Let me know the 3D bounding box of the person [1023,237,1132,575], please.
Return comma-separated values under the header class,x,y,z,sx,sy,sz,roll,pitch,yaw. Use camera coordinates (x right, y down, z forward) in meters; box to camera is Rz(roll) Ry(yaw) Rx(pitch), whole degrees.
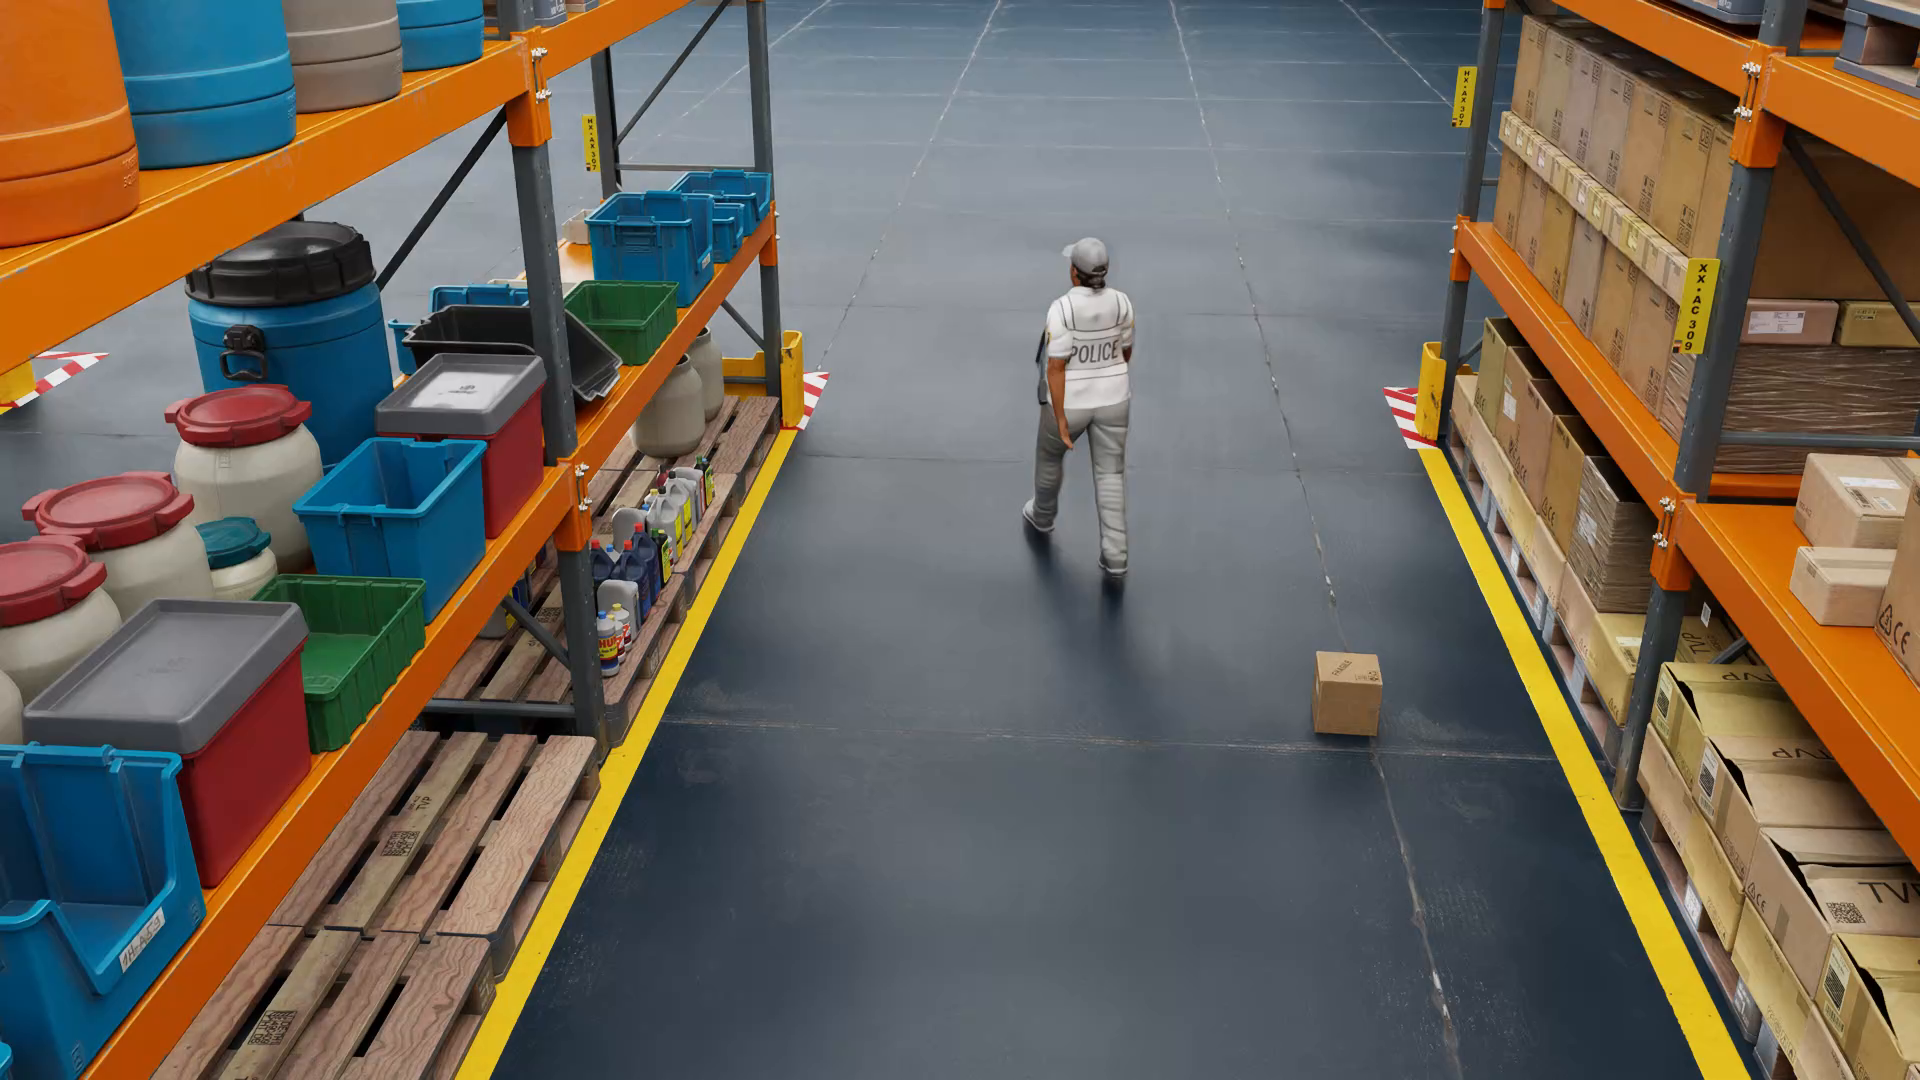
class,x,y,z,sx,sy,sz,roll,pitch,yaw
person,0.612,-0.691,8.110,0.469,1.606,1.019,-5,25,-11
